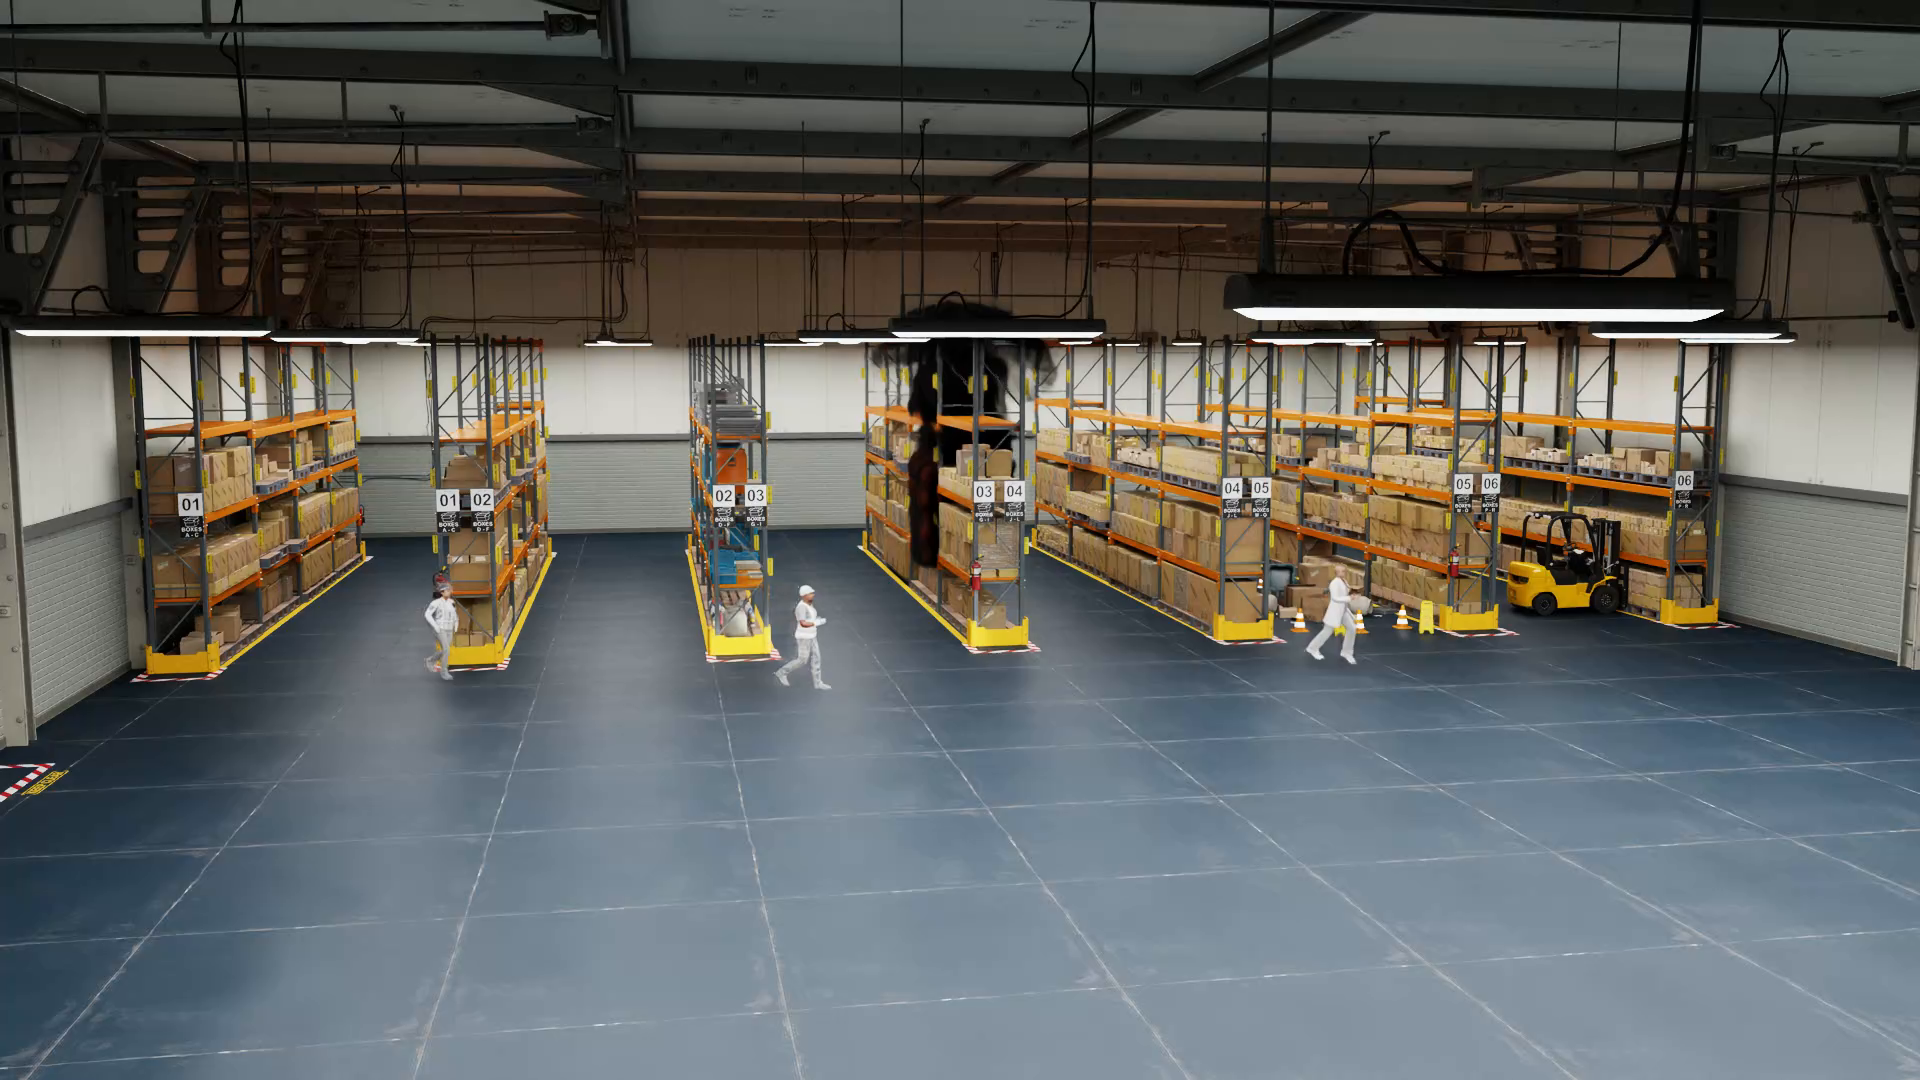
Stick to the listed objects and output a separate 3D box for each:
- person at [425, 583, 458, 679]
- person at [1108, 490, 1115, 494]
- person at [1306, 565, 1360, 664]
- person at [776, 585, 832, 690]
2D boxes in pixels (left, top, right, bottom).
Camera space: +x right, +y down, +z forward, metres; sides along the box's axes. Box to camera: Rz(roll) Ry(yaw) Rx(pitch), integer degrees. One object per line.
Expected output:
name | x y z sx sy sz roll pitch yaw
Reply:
person | -9.088 1.581 29.148 0.658 1.672 0.632 4 8 30
person | 4.433 -0.609 48.218 0.583 1.697 0.808 -2 7 -19
person | 6.896 1.360 30.468 0.945 1.837 0.731 5 8 37
person | -2.615 1.635 27.852 0.951 1.766 0.686 1 7 8
